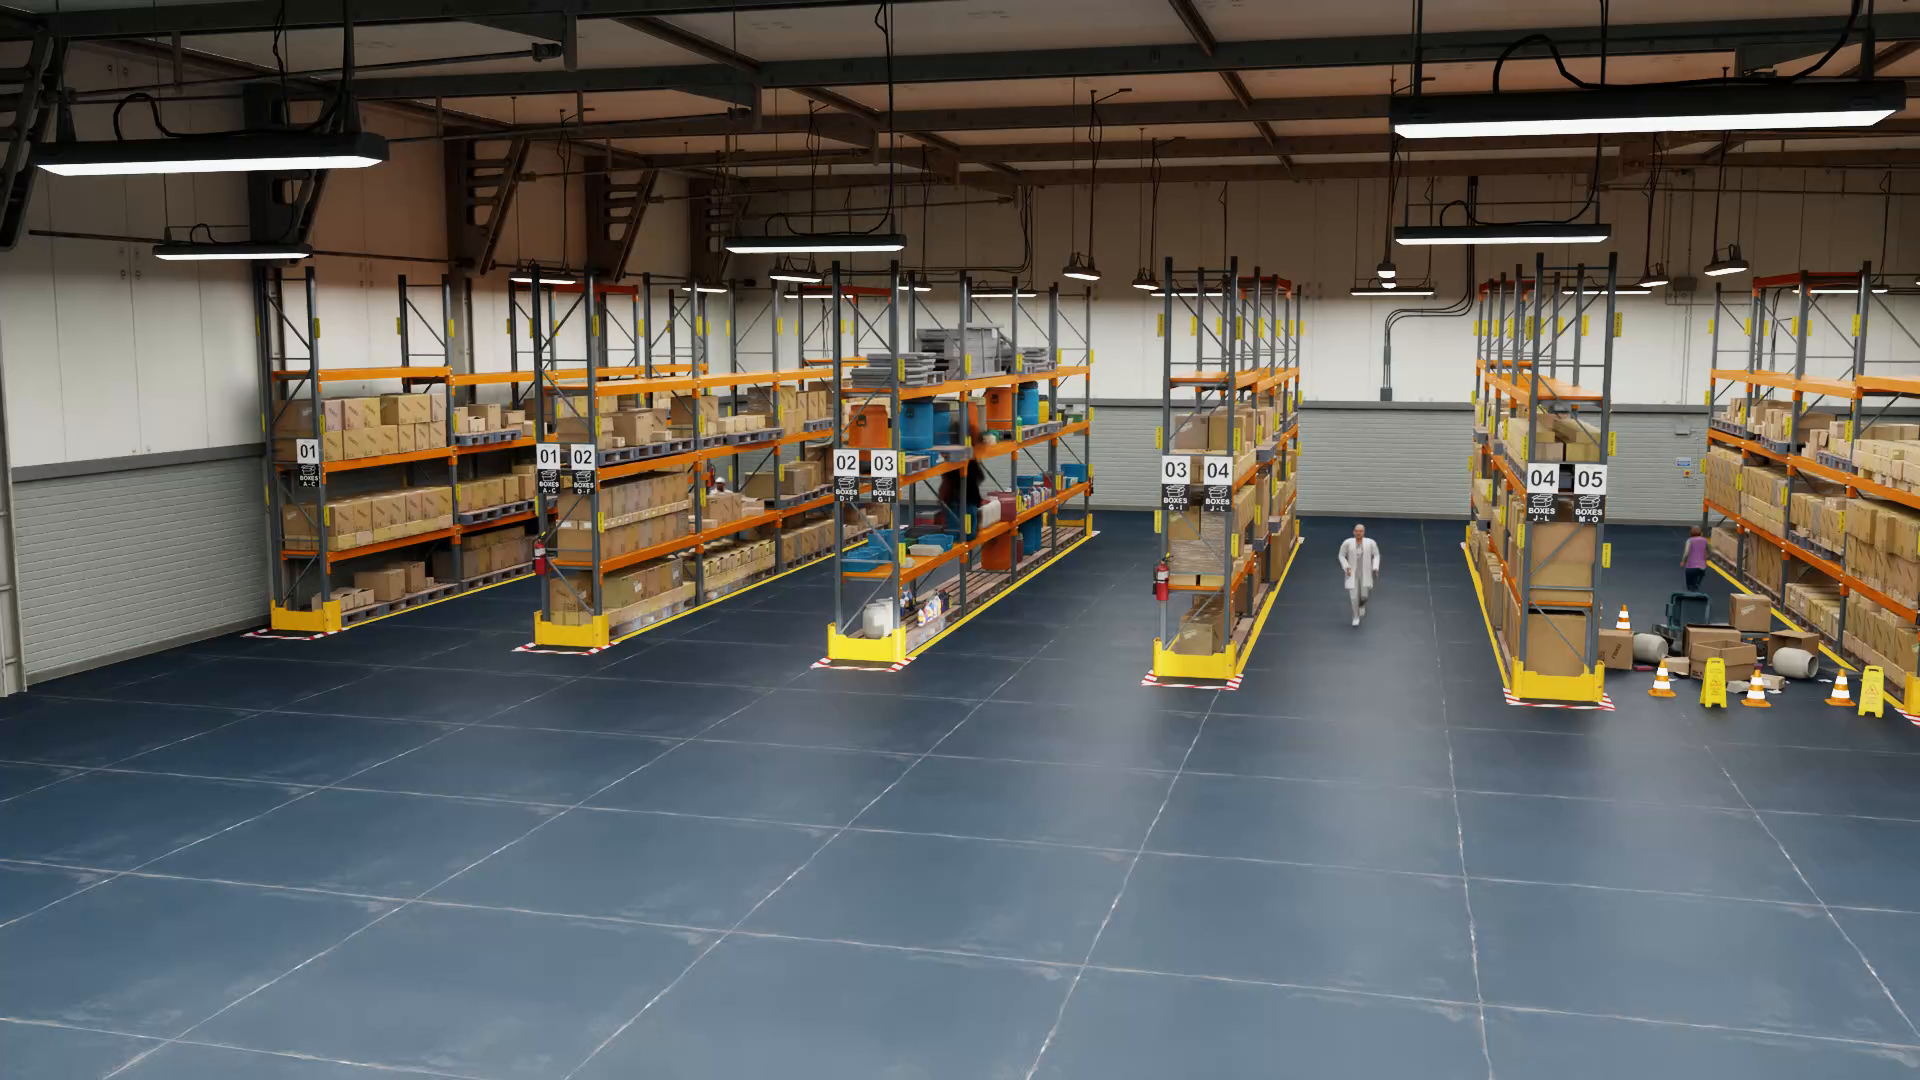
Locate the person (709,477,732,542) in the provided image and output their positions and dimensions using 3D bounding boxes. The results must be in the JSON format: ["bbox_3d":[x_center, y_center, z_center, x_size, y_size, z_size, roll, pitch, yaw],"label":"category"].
[{"bbox_3d":[-5.316,-0.524,36.682,0.697,1.719,0.631,1,7,10],"label":"person"}]

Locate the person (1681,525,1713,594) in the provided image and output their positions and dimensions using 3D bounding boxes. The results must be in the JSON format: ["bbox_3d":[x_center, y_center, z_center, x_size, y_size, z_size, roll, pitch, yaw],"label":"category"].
[{"bbox_3d":[13.135,0.508,29.571,0.539,1.534,0.573,0,7,-2],"label":"person"}]

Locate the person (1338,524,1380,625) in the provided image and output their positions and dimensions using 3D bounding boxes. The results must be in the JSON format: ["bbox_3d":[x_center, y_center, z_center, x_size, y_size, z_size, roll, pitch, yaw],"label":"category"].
[{"bbox_3d":[6.759,0.584,28.185,0.701,1.724,0.658,1,7,8],"label":"person"}]
